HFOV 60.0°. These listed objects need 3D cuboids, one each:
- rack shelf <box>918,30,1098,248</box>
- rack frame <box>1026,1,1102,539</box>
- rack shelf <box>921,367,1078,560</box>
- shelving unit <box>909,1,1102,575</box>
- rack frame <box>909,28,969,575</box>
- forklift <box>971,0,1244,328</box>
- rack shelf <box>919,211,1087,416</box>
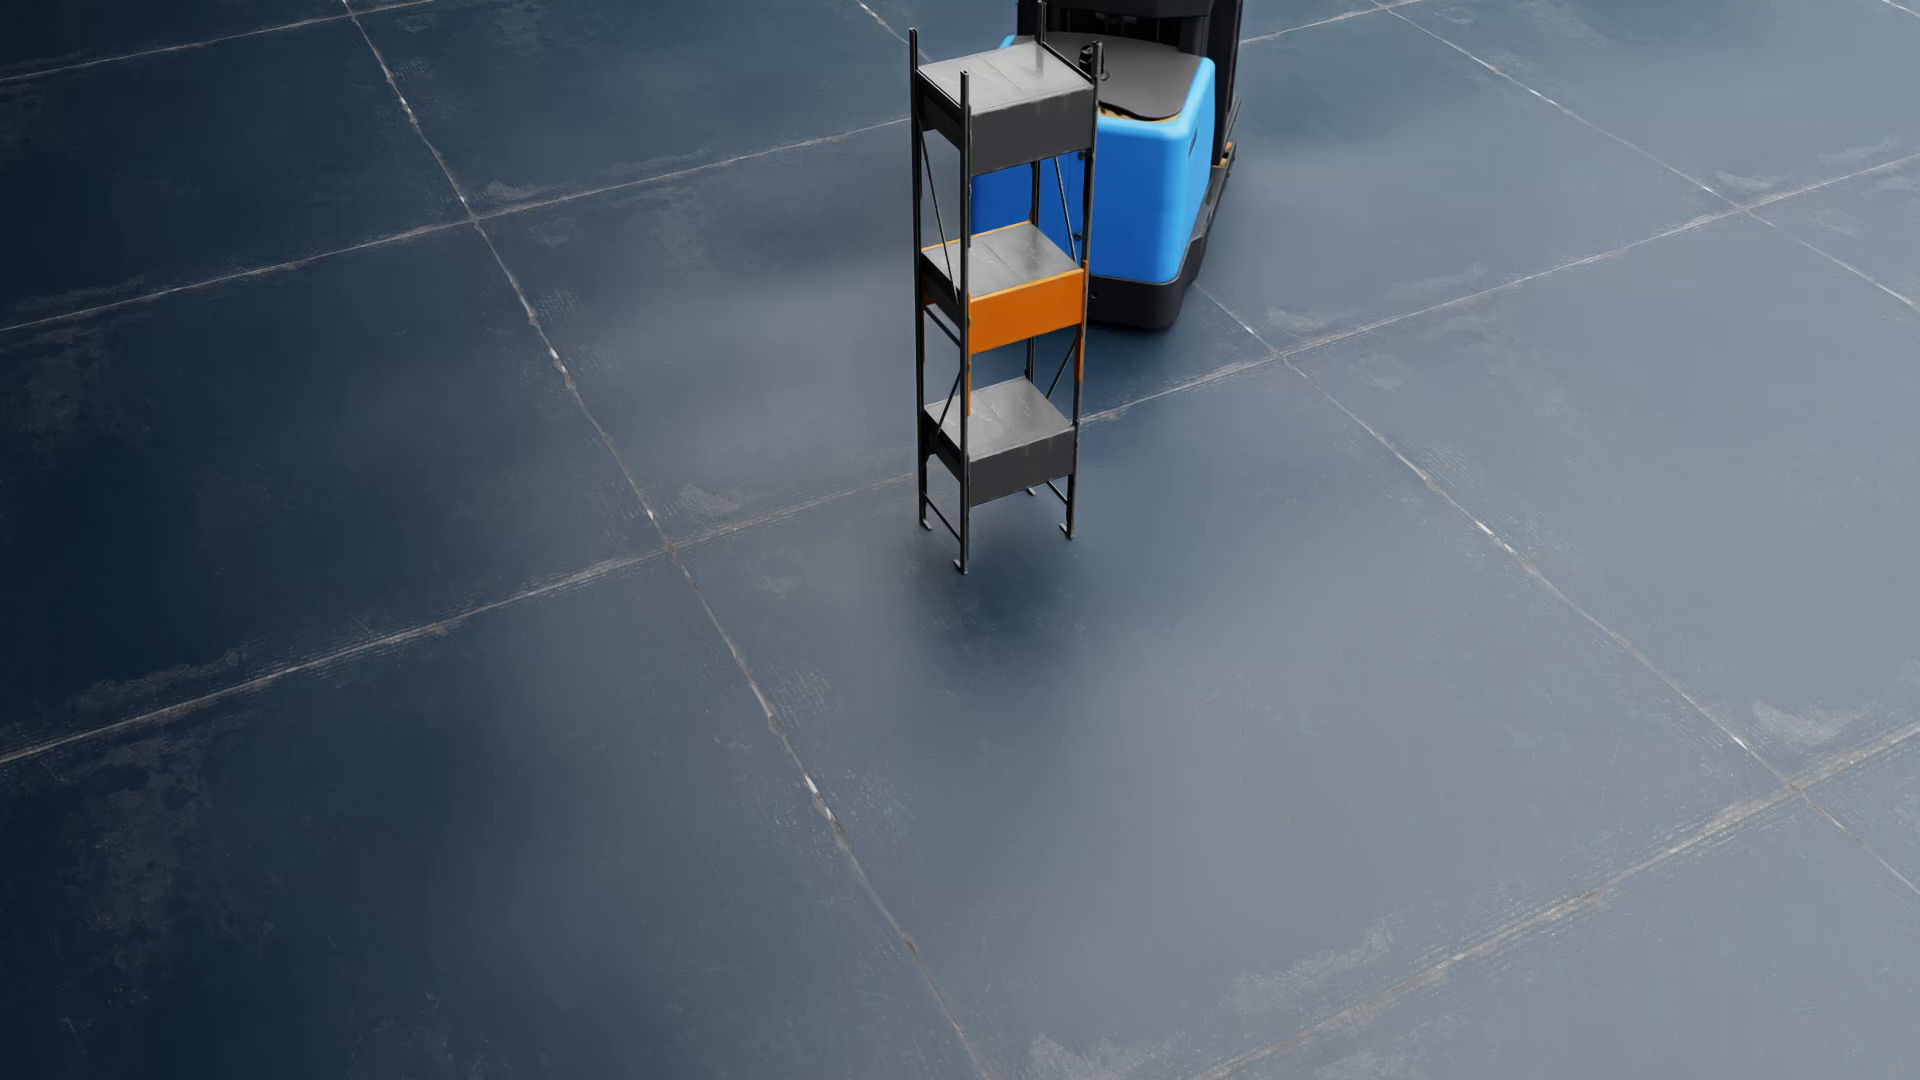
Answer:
[{"bbox_3d":[0.147,-1.375,5.687,0.480,0.518,0.431,-19,44,-21],"label":"rack shelf"},{"bbox_3d":[0.363,-0.924,6.216,0.015,2.100,0.400,-19,44,-21],"label":"rack frame"},{"bbox_3d":[0.147,-0.306,6.591,0.480,0.518,0.431,-19,44,-21],"label":"rack shelf"},{"bbox_3d":[0.147,-0.851,6.130,0.503,2.100,0.431,-19,44,-21],"label":"shelving unit"},{"bbox_3d":[-0.070,-0.778,6.044,0.015,2.100,0.400,-19,44,-21],"label":"rack frame"},{"bbox_3d":[0.890,-3.075,8.114,1.130,2.935,3.031,10,41,12],"label":"forklift"},{"bbox_3d":[0.147,-0.840,6.139,0.480,0.518,0.431,-19,44,-21],"label":"rack shelf"}]
